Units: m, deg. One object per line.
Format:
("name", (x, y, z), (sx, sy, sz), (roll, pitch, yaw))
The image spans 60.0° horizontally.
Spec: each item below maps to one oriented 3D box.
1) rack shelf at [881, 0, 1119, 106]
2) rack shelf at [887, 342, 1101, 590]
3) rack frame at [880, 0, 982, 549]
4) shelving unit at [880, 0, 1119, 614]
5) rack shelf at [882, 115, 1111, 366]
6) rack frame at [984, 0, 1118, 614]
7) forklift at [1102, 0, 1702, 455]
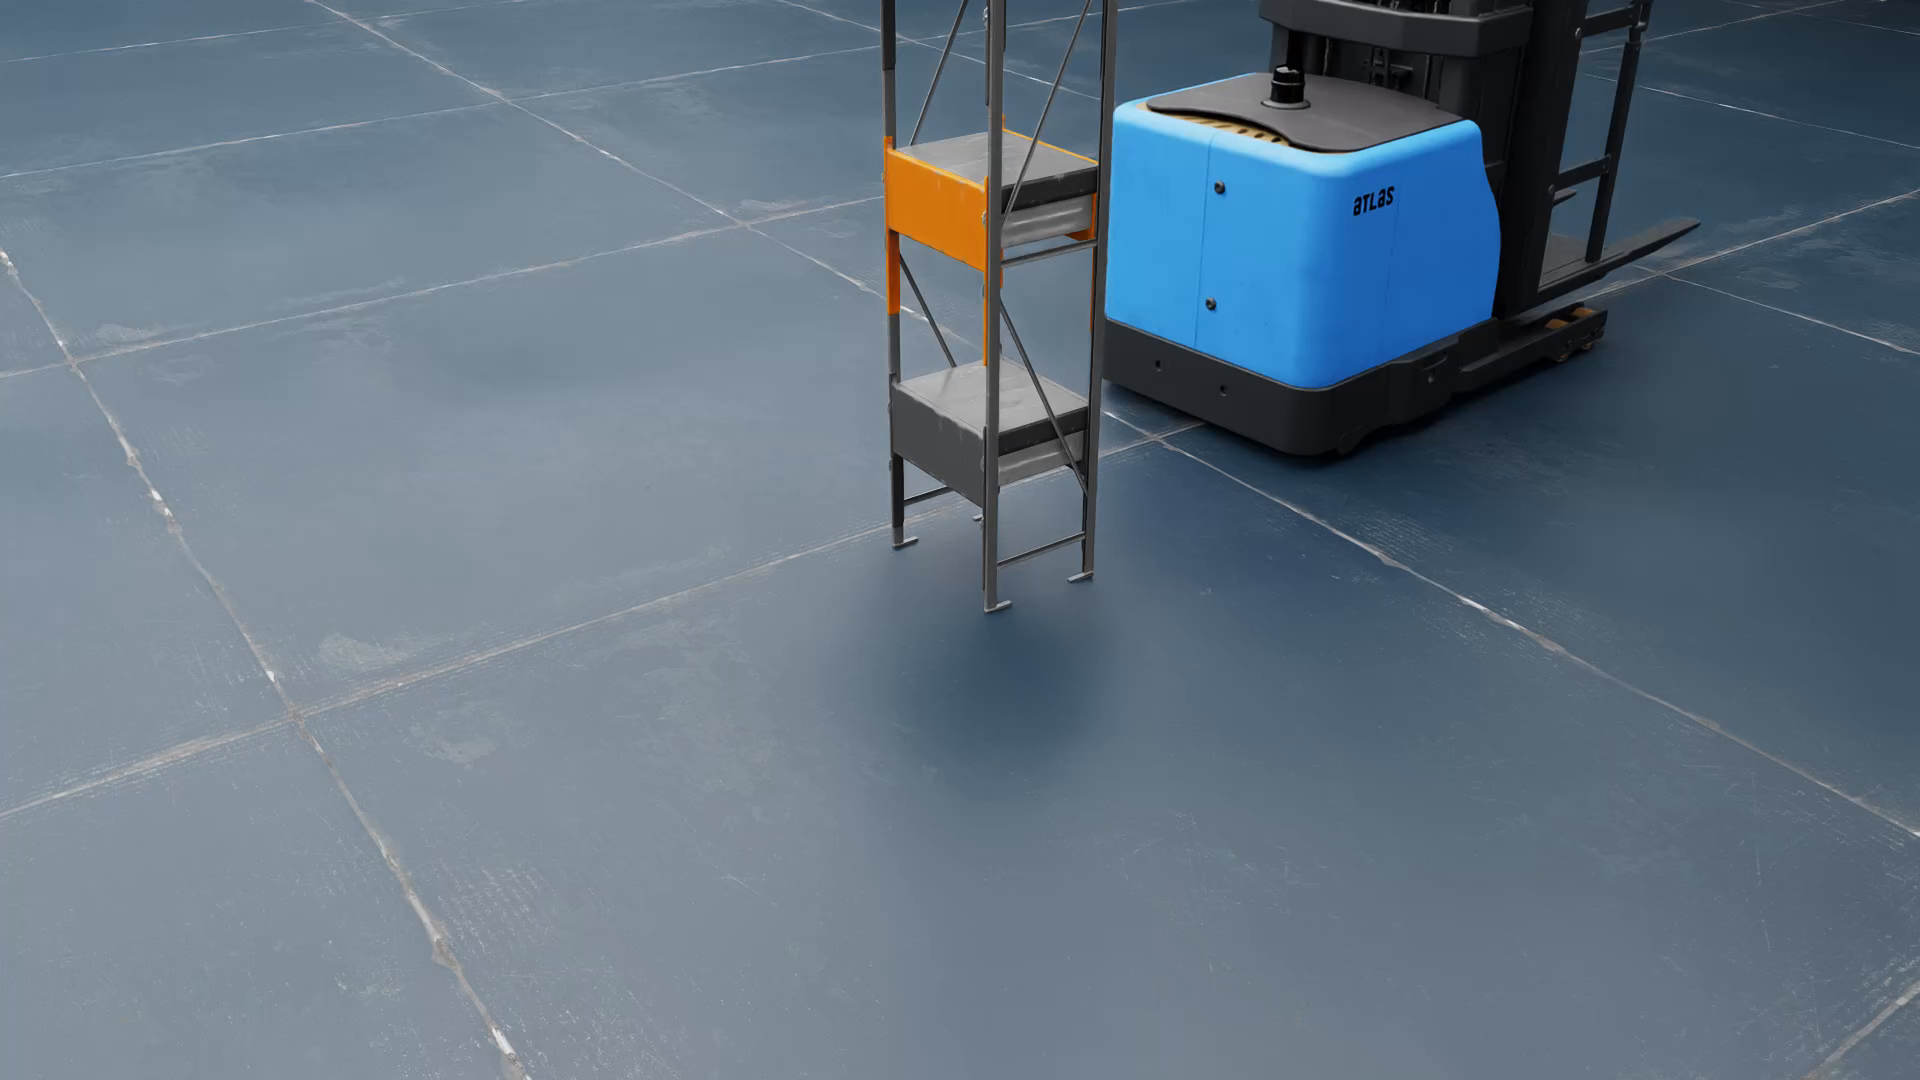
("rack shelf", (0.096, -1.461, 4.303), (0.431, 0.518, 0.480), (-19, 34, -31))
("rack shelf", (0.096, -0.231, 4.971), (0.431, 0.518, 0.480), (-19, 34, -31))
("rack frame", (-0.046, -0.953, 4.805), (0.400, 2.100, 0.015), (-19, 34, -31))
("shelving unit", (0.096, -0.858, 4.630), (0.431, 2.100, 0.503), (-19, 34, -31))
("rack shelf", (0.096, -0.846, 4.637), (0.431, 0.518, 0.480), (-19, 34, -31))
("rack frame", (0.238, -0.763, 4.456), (0.400, 2.100, 0.015), (-19, 34, -31))
("forklift", (1.948, -2.155, 6.147), (3.031, 2.935, 1.130), (-23, 36, -36))
